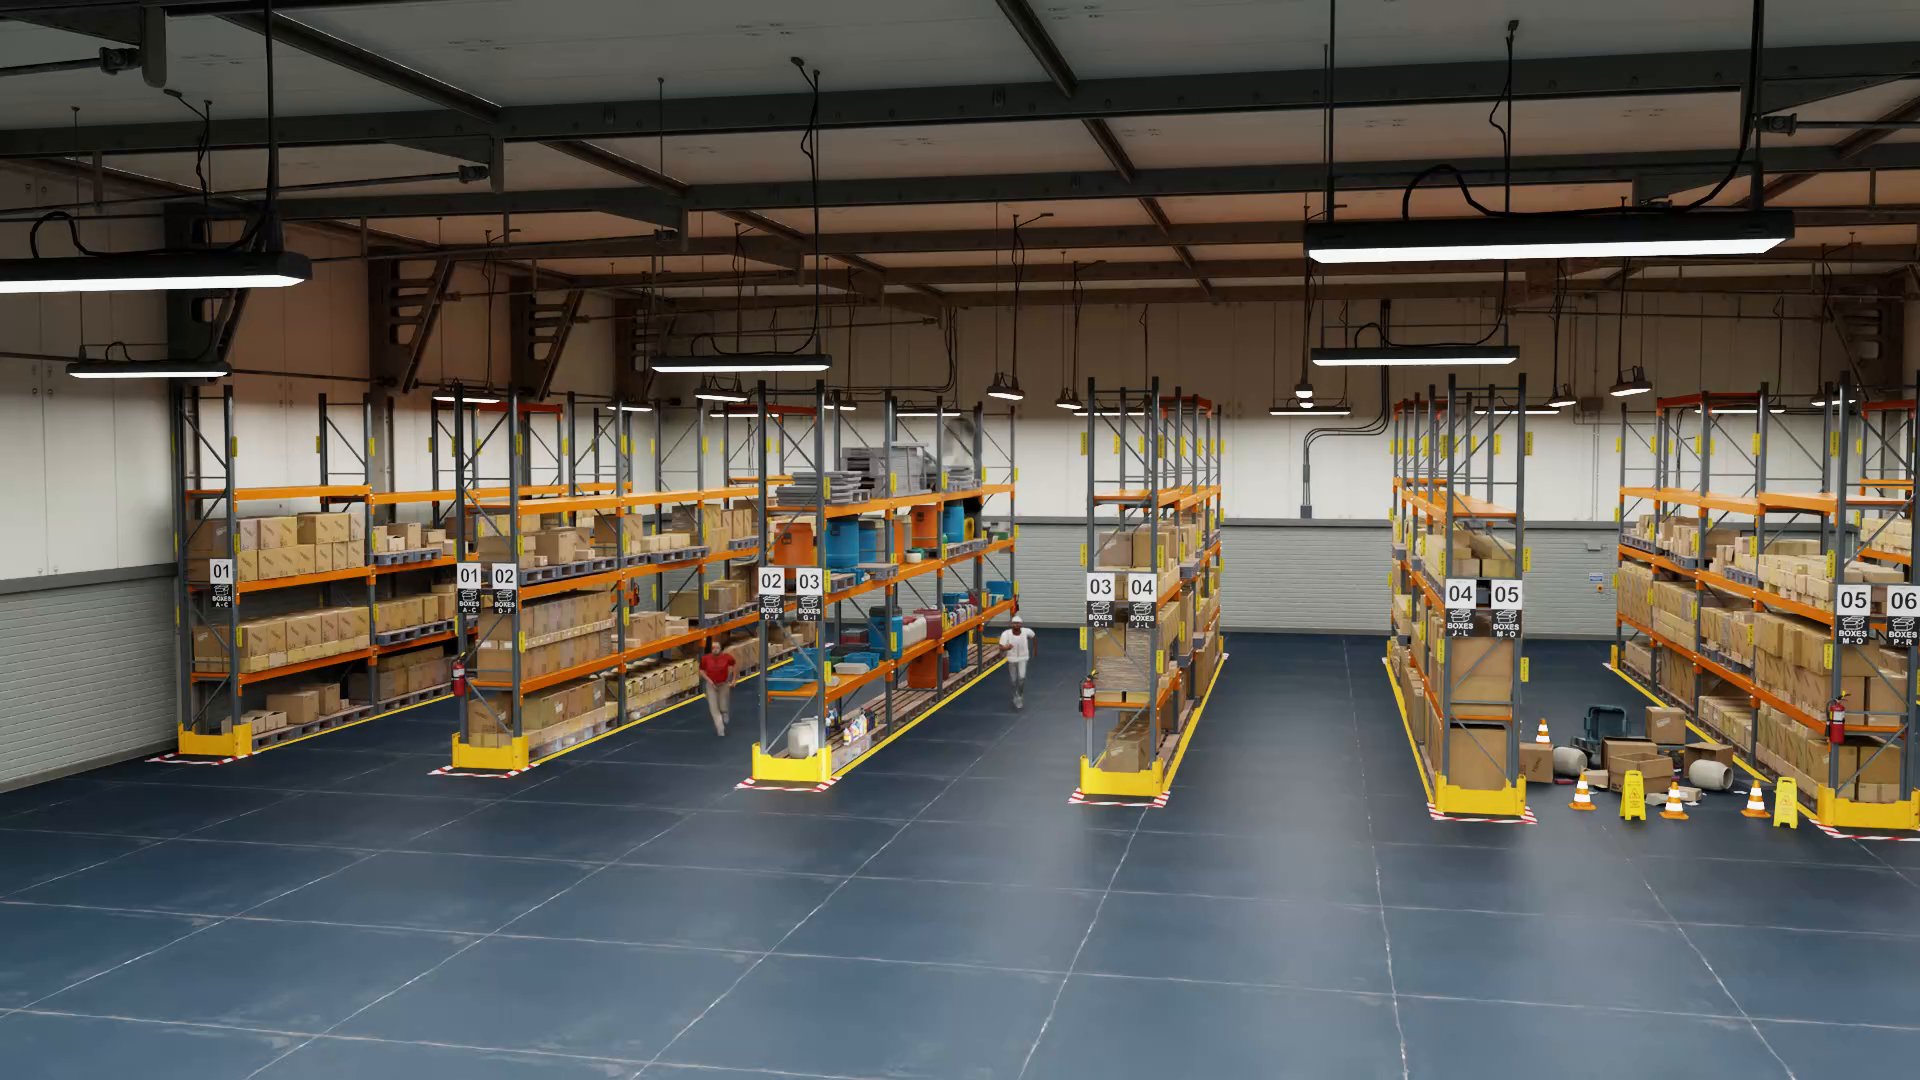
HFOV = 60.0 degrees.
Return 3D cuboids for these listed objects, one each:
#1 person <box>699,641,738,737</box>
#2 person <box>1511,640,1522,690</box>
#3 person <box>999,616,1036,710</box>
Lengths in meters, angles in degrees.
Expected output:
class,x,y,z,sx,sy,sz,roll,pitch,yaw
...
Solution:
class,x,y,z,sx,sy,sz,roll,pitch,yaw
person,-4.192,2.566,28.810,0.649,1.664,0.743,0,3,-1
person,11.009,2.328,33.484,0.588,1.668,0.796,0,3,8
person,1.110,2.340,31.986,0.728,1.793,0.839,0,3,1
